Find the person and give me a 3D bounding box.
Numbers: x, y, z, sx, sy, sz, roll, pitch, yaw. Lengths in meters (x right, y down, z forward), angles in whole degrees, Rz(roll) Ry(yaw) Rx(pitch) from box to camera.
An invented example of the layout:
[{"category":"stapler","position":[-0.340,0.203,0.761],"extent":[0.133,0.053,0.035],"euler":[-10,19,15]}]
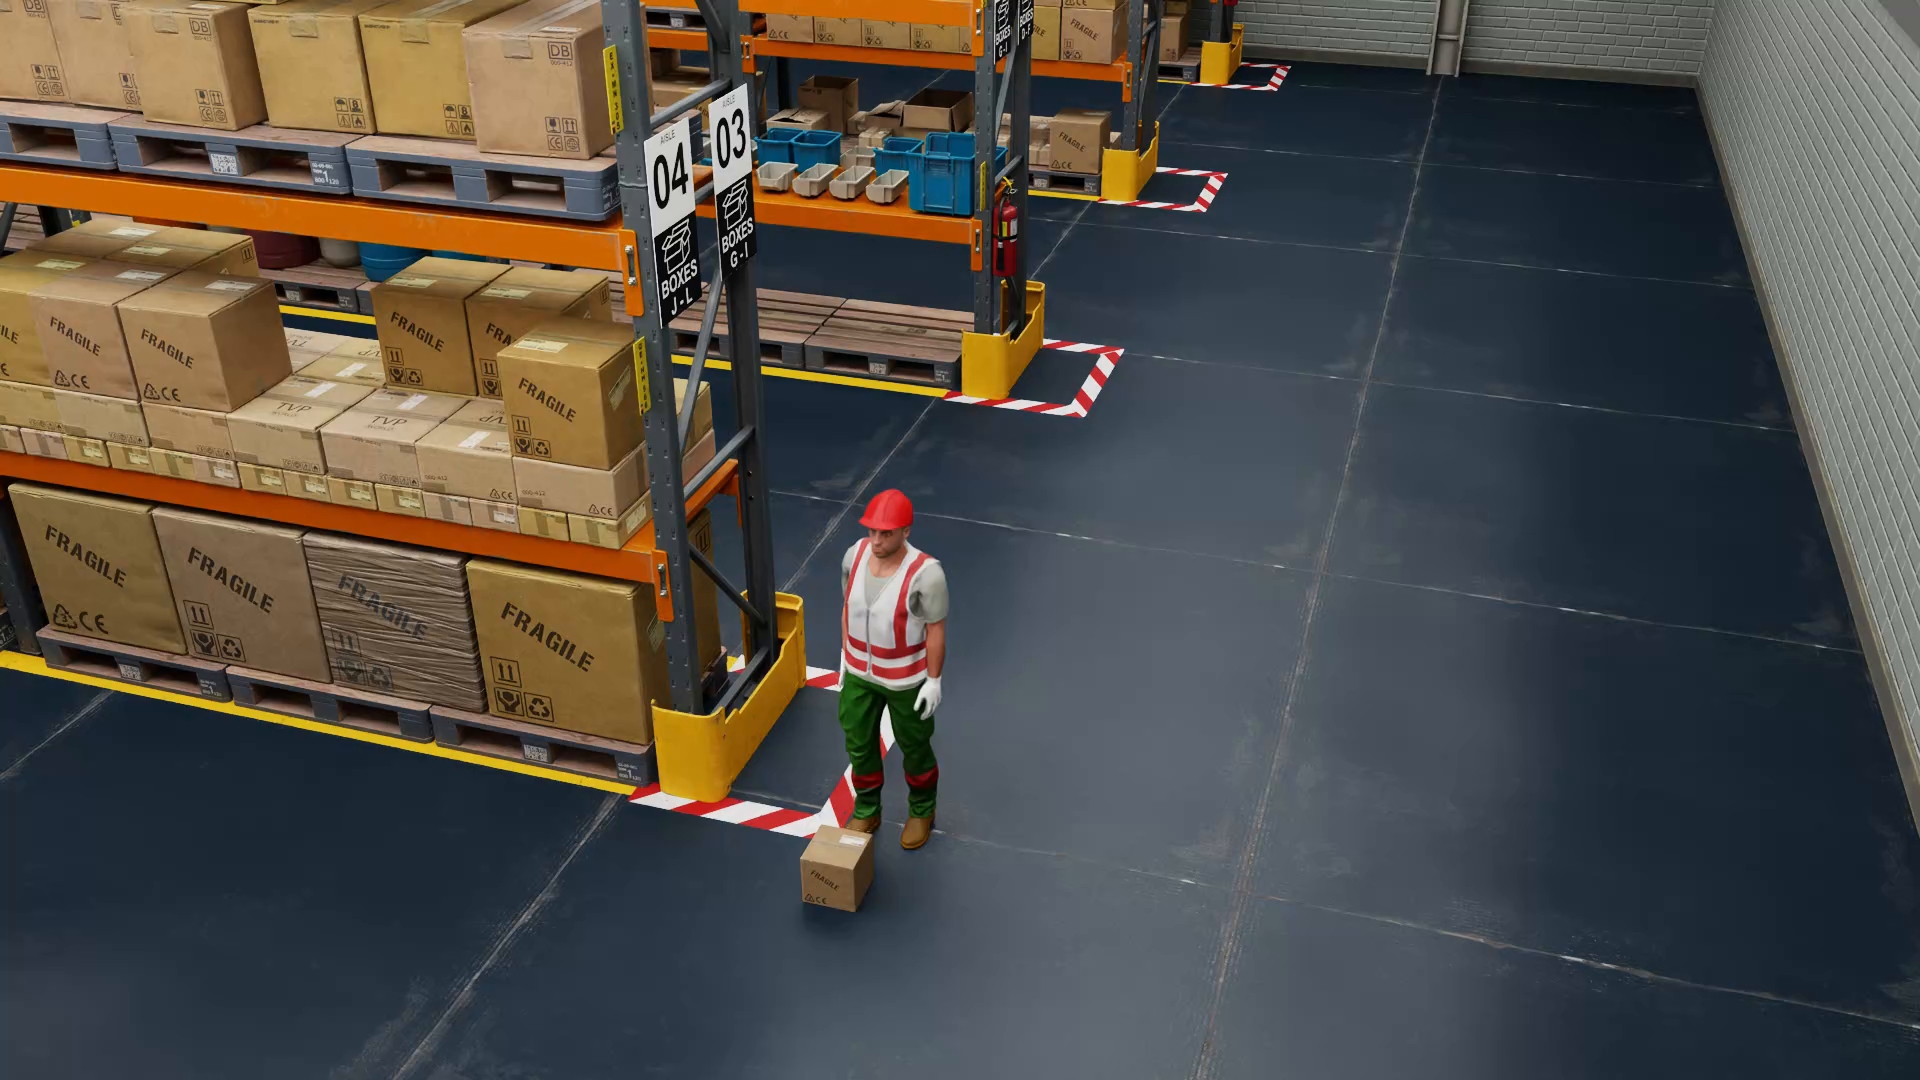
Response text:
[{"category":"person","position":[-0.329,0.604,7.400],"extent":[0.524,1.796,0.457],"euler":[16,33,26]}]
